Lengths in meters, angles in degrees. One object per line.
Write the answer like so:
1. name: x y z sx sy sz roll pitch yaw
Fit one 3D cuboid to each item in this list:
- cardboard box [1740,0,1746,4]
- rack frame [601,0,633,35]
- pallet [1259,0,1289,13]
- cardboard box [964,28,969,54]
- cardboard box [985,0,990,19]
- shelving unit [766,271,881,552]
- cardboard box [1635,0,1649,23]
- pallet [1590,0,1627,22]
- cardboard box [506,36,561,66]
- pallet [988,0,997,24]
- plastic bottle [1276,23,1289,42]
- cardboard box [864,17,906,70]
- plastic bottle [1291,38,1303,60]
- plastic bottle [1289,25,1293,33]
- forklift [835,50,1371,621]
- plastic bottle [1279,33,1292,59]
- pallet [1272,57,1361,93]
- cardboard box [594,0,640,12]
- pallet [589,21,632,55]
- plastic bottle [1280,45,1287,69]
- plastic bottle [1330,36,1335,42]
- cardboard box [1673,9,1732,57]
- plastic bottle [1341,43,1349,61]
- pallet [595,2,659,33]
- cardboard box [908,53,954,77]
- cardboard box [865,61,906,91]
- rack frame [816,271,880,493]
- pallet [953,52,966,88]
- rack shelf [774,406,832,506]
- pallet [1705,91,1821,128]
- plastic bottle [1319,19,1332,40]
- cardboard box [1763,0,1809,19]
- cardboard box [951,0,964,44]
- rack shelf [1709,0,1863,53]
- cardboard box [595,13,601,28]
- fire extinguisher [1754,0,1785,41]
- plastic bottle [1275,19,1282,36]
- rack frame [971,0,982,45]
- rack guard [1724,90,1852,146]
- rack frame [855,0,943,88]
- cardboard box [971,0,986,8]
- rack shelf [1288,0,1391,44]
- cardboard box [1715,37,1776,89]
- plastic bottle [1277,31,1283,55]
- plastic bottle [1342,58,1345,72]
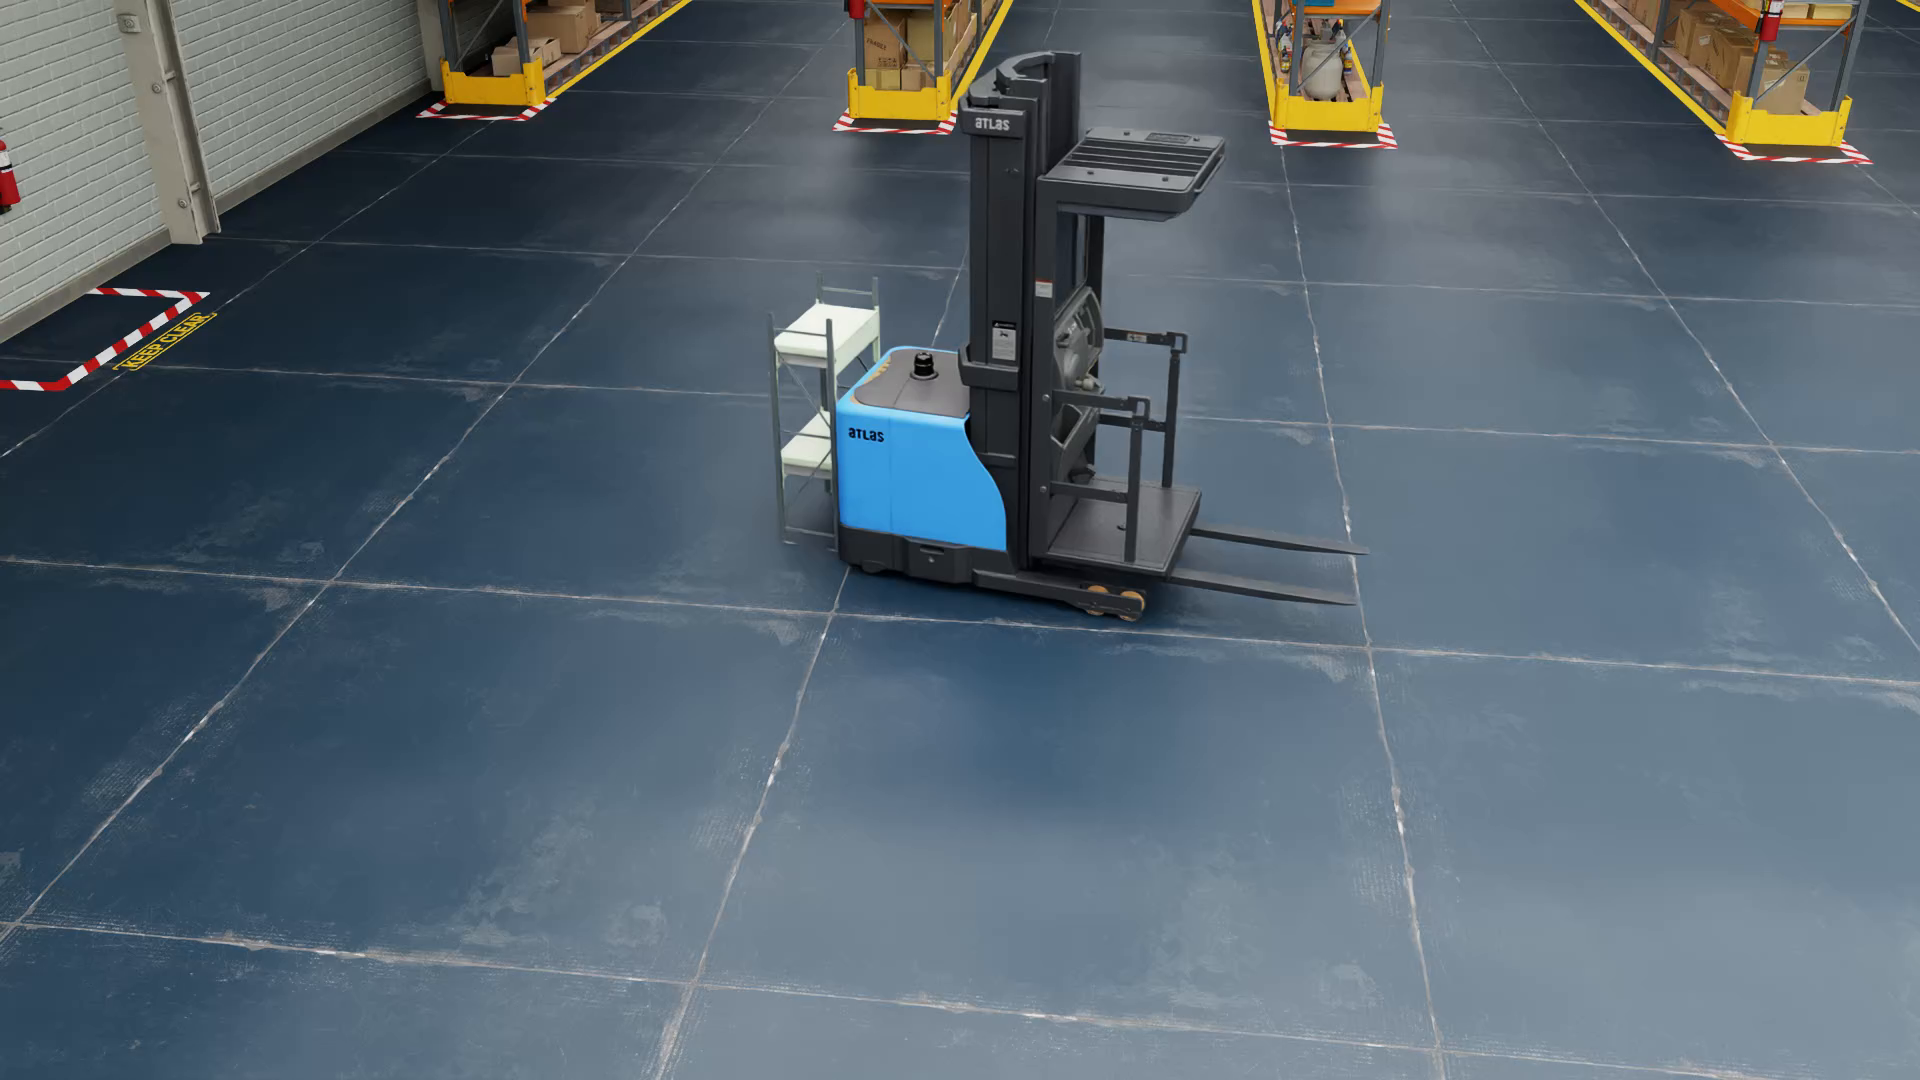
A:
1. cardboard box: 9.019 -6.116 18.704 0.380 0.149 0.250 3 28 6
2. rack frame: -5.126 -8.471 22.812 1.000 3.000 0.127 3 28 6
3. pallet: 5.063 -8.188 25.227 1.003 0.211 1.213 3 28 6
4. cardboard box: -0.167 -6.458 21.530 0.500 0.250 0.500 3 28 6
5. cardboard box: 0.150 -7.576 23.605 0.500 0.250 0.500 4 29 7
6. shelving unit: -0.800 -0.782 10.120 0.431 1.500 0.755 9 30 16
7. cardboard box: 9.864 -7.476 23.135 0.700 0.500 0.500 1 28 2
8. pallet: 10.015 -7.895 24.682 1.003 0.211 1.213 3 28 6
9. cardboard box: -5.372 -6.187 20.943 0.500 0.311 0.500 6 29 10
10. pallet: -0.011 -7.883 24.659 1.003 0.211 1.213 3 28 6
11. plastic bottle: 4.220 -6.612 21.768 0.152 0.276 0.135 4 29 8
12. cardboard box: -0.929 -5.877 19.661 0.500 0.500 0.500 3 28 6
13. plastic bottle: 4.271 -6.249 21.094 0.152 0.276 0.135 3 28 6
14. plastic bottle: 4.339 -6.559 21.591 0.144 0.351 0.185 3 28 6
15. forklift: 0.849 -1.117 9.232 3.031 2.935 1.130 9 30 16
16. plastic bottle: 4.098 -6.191 20.908 0.144 0.351 0.185 5 29 8
17. pallet: 4.436 -5.778 20.753 1.003 0.211 1.213 3 28 6
18. cardboard box: -5.052 -7.912 23.945 0.700 0.500 0.500 4 29 8
19. pallet: -5.173 -6.926 22.882 1.003 0.211 1.213 3 28 6
20. plastic bottle: 4.002 -5.957 20.544 0.061 0.283 0.133 4 29 7
21. plastic bottle: 4.721 -6.261 21.109 0.061 0.283 0.133 3 28 6
22. cardboard box: 9.533 -6.506 21.357 0.500 0.500 0.500 3 28 5
23. plastic bottle: 4.802 -6.049 20.728 0.097 0.271 0.097 0 28 0
24. pallet: -5.032 -7.610 24.154 1.003 0.211 1.213 3 28 6
25. cardboard box: -0.355 -5.752 20.220 0.500 0.250 0.500 3 28 6
26. cardboard box: -0.927 -5.546 19.839 0.500 0.250 0.500 3 28 6
27. rack frame: -0.685 -0.947 10.426 0.400 1.500 0.023 9 30 16
28. pallet: -0.495 -6.010 21.183 1.003 0.211 1.213 3 28 6
29. rack shelf: -0.800 -0.495 10.275 0.431 0.370 0.720 9 30 16
30. pallet: 9.276 -4.913 19.148 1.003 0.211 1.213 3 28 6
31. plastic bottle: 4.770 -6.612 21.689 0.144 0.351 0.185 3 28 6
32. cardboard box: 8.962 -5.760 18.045 0.380 0.149 0.250 3 28 6
33. cardboard box: -0.226 -6.552 20.915 0.500 0.500 0.500 3 28 6
34. rack shelf: 9.377 -6.350 19.632 1.077 0.370 4.000 3 28 6
35. cardboard box: -5.162 -7.164 22.909 0.380 0.166 0.250 0 28 0
36. fire extinguisher: 8.661 -5.664 17.682 0.296 0.674 0.183 3 28 6
37. plastic bottle: 4.232 -6.764 22.055 0.097 0.271 0.097 0 28 0
38. rack frame: -0.209 -8.185 22.281 1.000 3.000 0.127 3 28 6
39. rack guard: 9.141 -4.660 18.373 1.175 0.500 0.348 3 28 6
40. rack frame: -0.699 -6.302 18.786 1.000 3.000 0.127 3 28 6
41. cardboard box: 0.089 -7.587 23.034 0.500 0.311 0.500 3 29 6
42. rack shelf: 4.461 -6.637 20.166 1.077 0.370 4.000 3 28 6
43. cardboard box: 9.360 -5.679 19.822 0.500 0.500 0.500 6 29 11
44. plastic bottle: 4.111 -6.373 21.318 0.061 0.283 0.133 5 29 8
45. plastic bottle: 4.760 -5.859 20.448 0.097 0.201 0.097 0 28 0
